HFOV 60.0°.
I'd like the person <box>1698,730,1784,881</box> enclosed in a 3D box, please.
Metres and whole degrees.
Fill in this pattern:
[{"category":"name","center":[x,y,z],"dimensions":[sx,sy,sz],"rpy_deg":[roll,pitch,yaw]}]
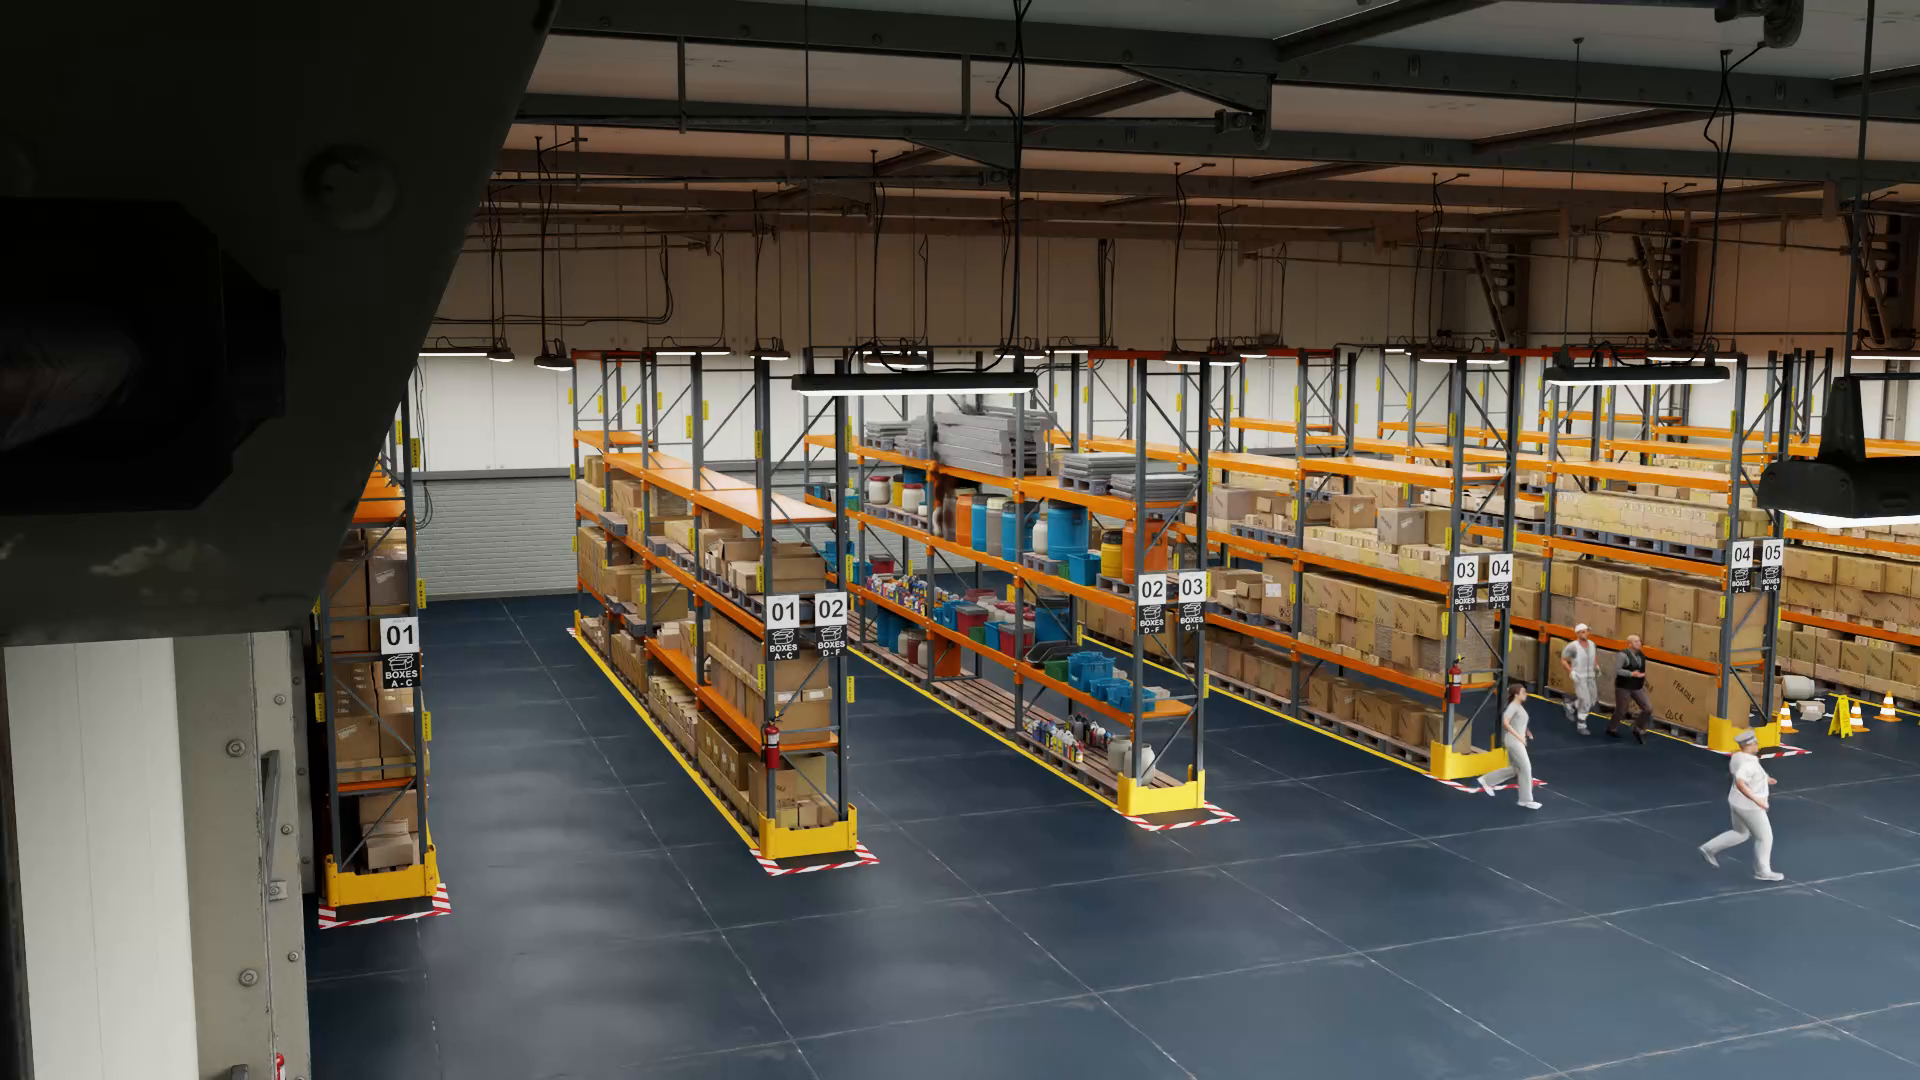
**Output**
[{"category":"person","center":[9.107,3.061,19.278],"dimensions":[0.921,1.752,0.674],"rpy_deg":[1,7,5]}]

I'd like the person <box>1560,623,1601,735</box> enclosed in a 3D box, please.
[{"category":"person","center":[9.856,2.188,26.448],"dimensions":[0.651,1.758,0.635],"rpy_deg":[-3,8,-19]}]

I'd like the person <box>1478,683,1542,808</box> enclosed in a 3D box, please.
[{"category":"person","center":[7.441,2.751,22.416],"dimensions":[0.844,1.661,0.620],"rpy_deg":[3,8,22]}]

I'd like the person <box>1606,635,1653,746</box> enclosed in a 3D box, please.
[{"category":"person","center":[10.338,2.309,25.676],"dimensions":[0.676,1.733,0.804],"rpy_deg":[-2,7,-19]}]
